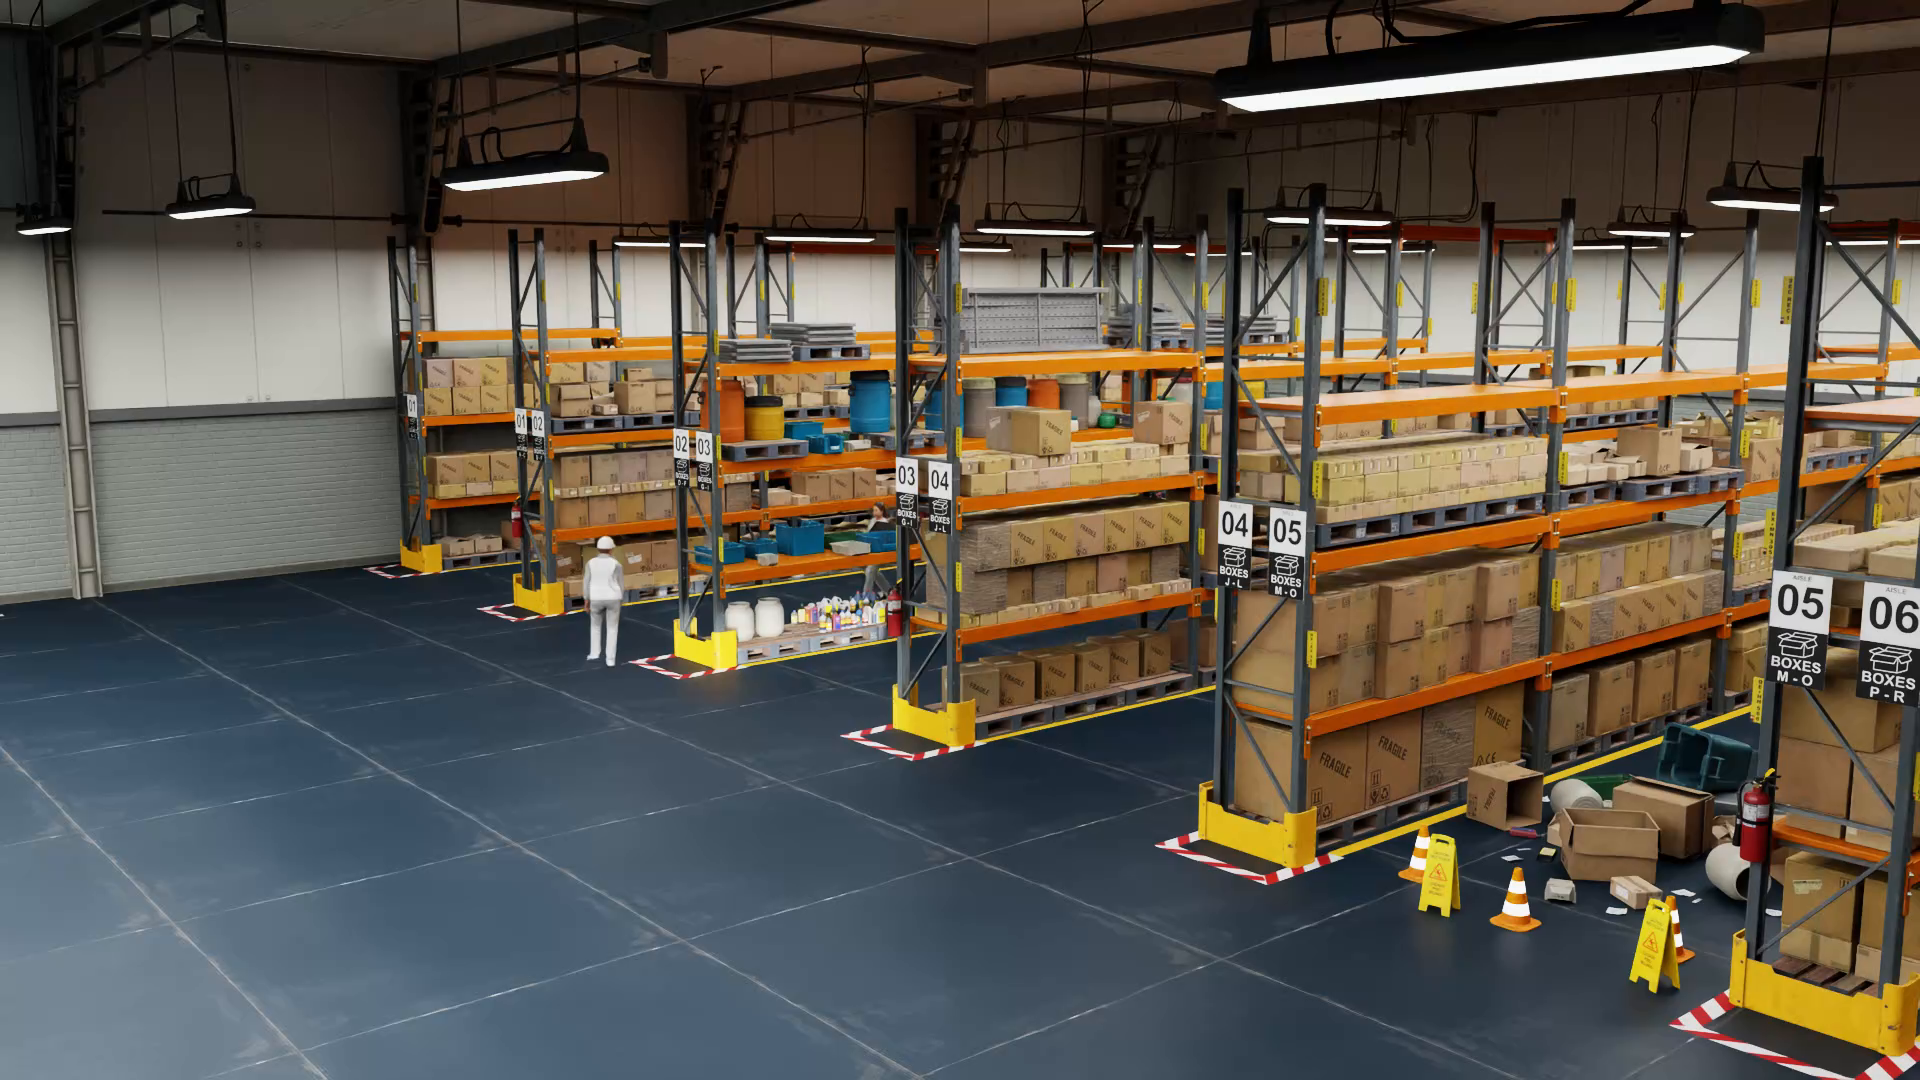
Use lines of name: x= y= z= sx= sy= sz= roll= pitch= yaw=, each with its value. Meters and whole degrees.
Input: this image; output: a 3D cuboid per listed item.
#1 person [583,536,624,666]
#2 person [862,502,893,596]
person: x=-4.863 y=0.825 z=22.736 sx=0.557 sy=1.769 sz=0.832 roll=-1 pitch=9 yaw=-9
person: x=-1.367 y=0.199 z=27.168 sx=0.754 sy=1.670 sz=0.515 roll=-7 pitch=11 yaw=-39
